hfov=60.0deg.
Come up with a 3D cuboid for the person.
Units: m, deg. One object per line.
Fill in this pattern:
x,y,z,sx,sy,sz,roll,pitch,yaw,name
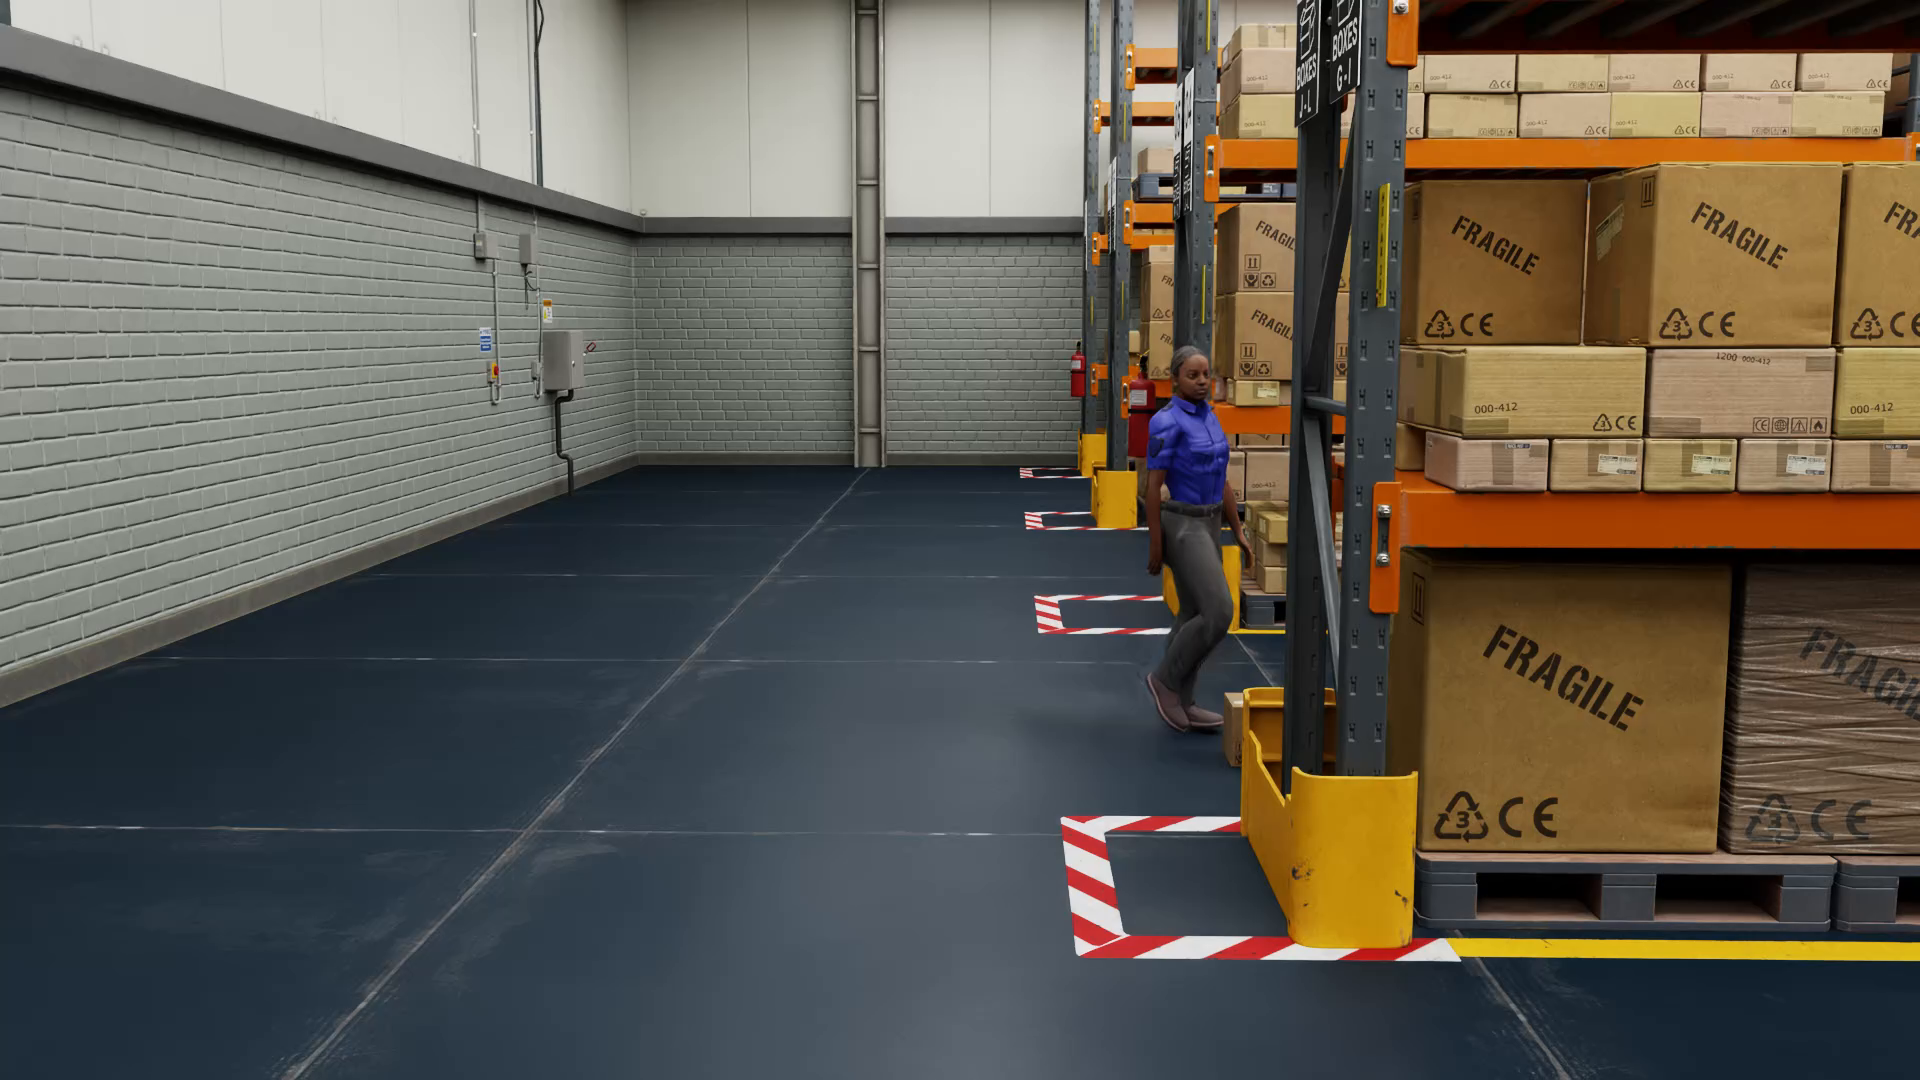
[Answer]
1.045,-0.003,7.131,0.431,1.650,0.451,5,9,33,person
